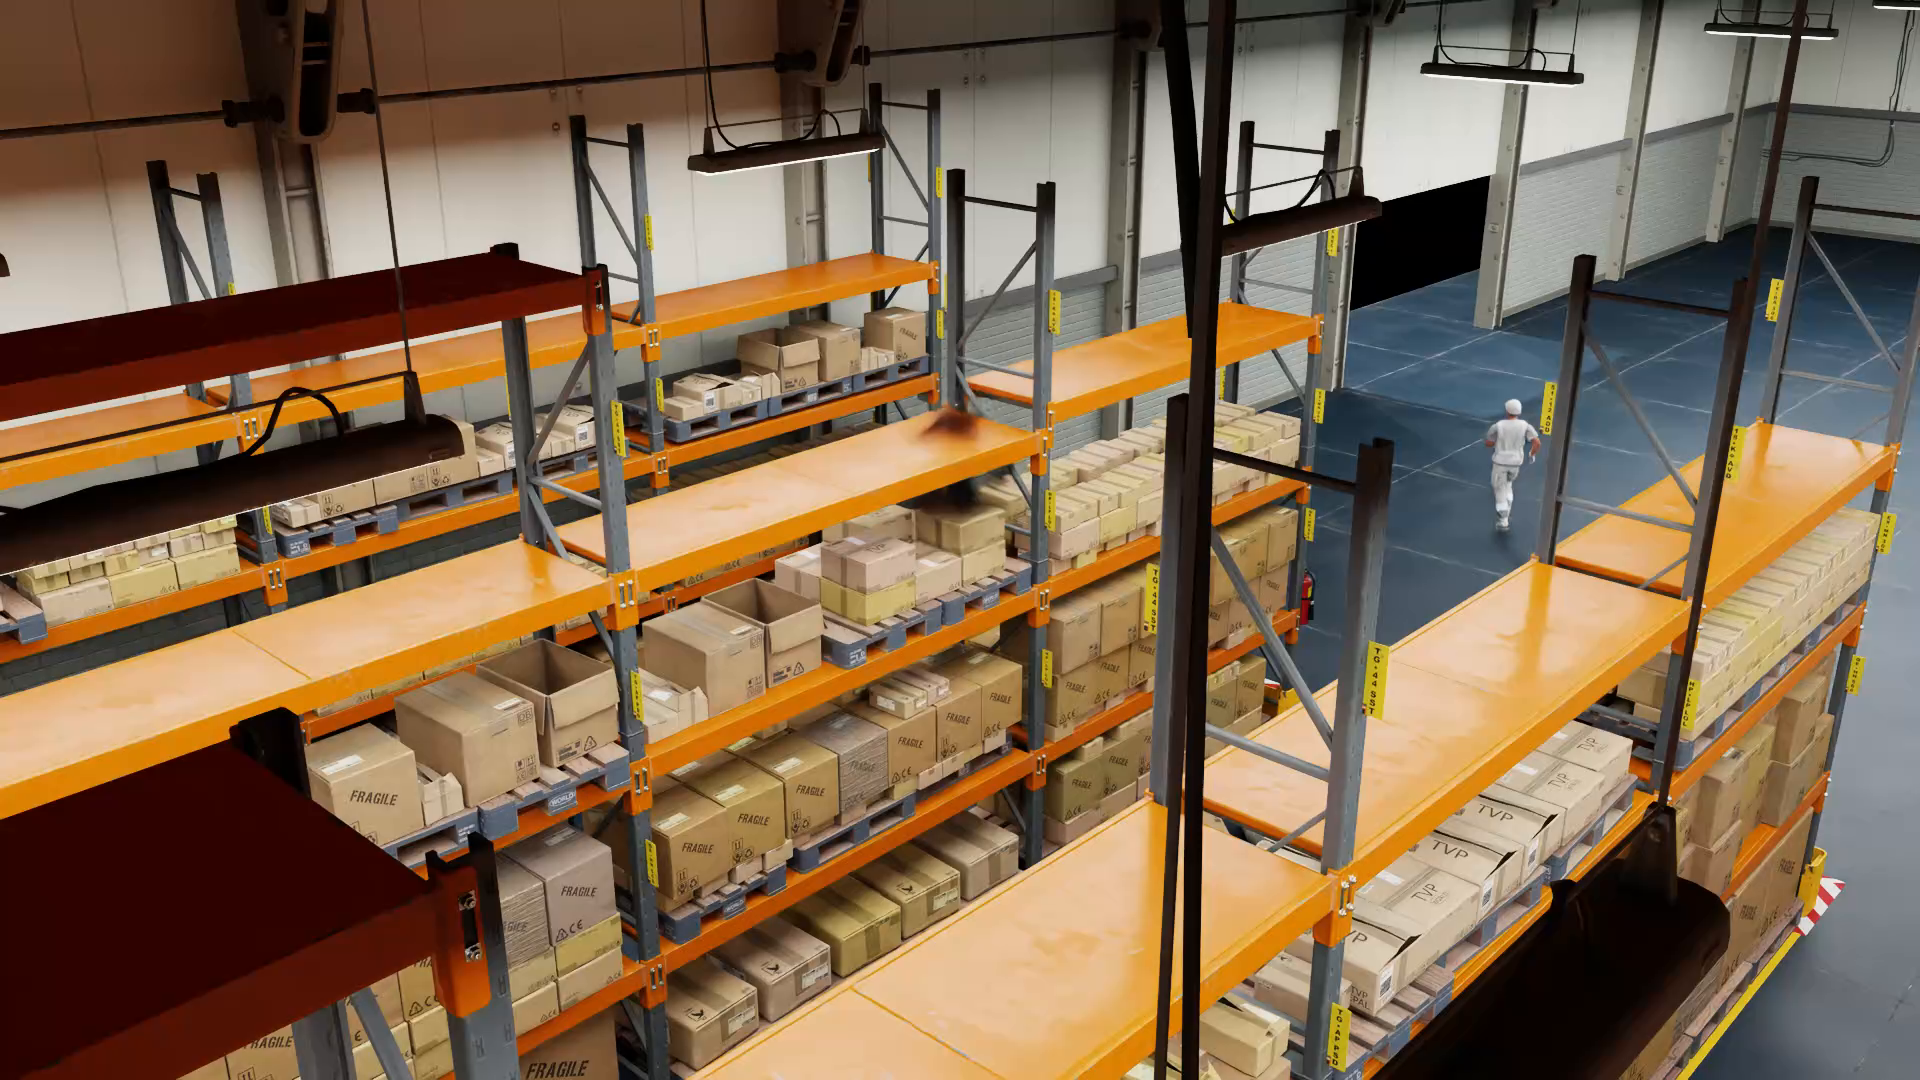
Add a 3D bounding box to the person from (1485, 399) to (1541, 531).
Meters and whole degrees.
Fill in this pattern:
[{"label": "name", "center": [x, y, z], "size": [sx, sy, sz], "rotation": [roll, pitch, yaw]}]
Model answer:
[{"label": "person", "center": [7.276, -0.992, 22.108], "size": [0.641, 1.838, 0.763], "rotation": [-1, 21, -2]}]
